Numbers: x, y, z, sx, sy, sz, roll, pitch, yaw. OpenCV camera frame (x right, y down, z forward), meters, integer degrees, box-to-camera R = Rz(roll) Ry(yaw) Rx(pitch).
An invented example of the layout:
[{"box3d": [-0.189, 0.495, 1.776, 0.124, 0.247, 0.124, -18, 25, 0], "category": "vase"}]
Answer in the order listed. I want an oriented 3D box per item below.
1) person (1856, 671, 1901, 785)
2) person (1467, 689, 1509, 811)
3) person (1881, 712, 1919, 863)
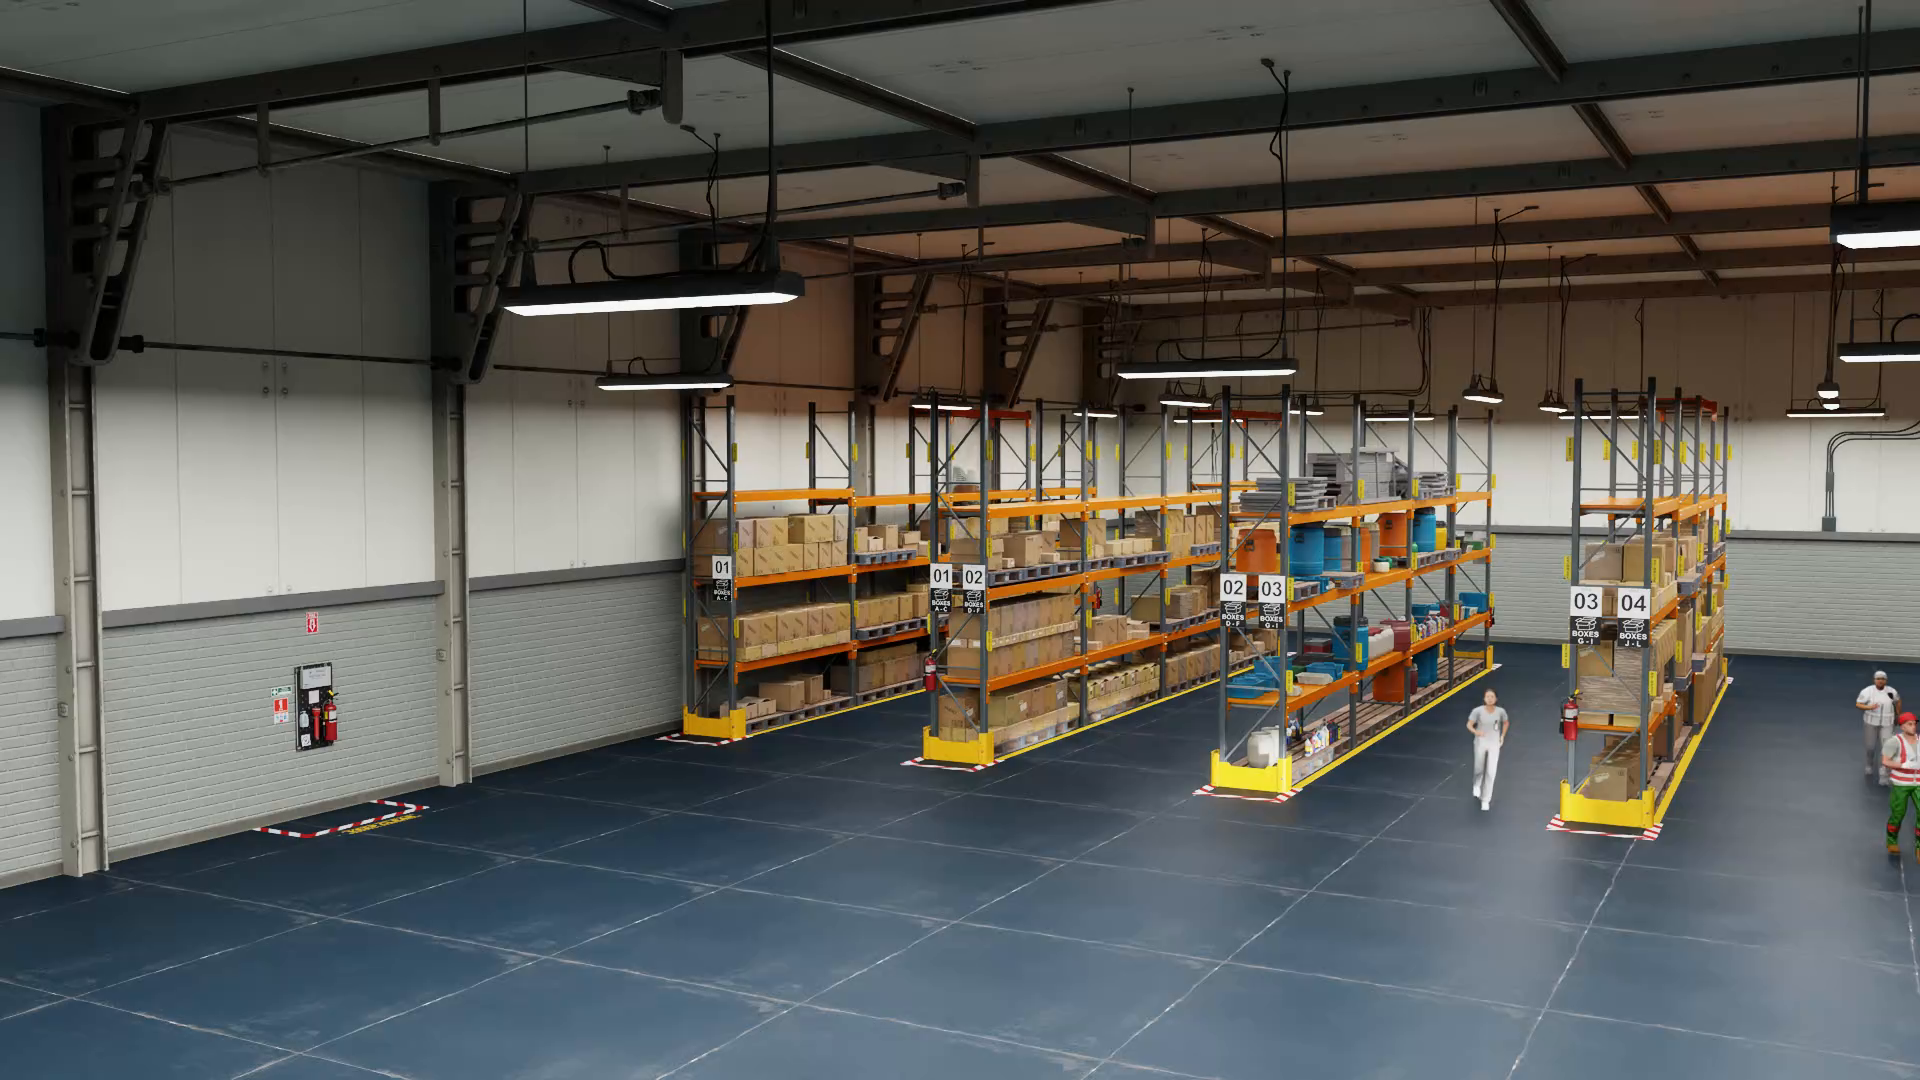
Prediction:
[{"box3d": [13.972, 2.818, 25.304, 0.632, 1.673, 0.902, 1, 3, 23], "category": "person"}, {"box3d": [7.493, 2.938, 23.610, 0.578, 1.682, 0.839, 1, 3, 15], "category": "person"}, {"box3d": [11.609, 3.035, 20.364, 0.665, 1.858, 0.725, 0, 3, 4], "category": "person"}]
